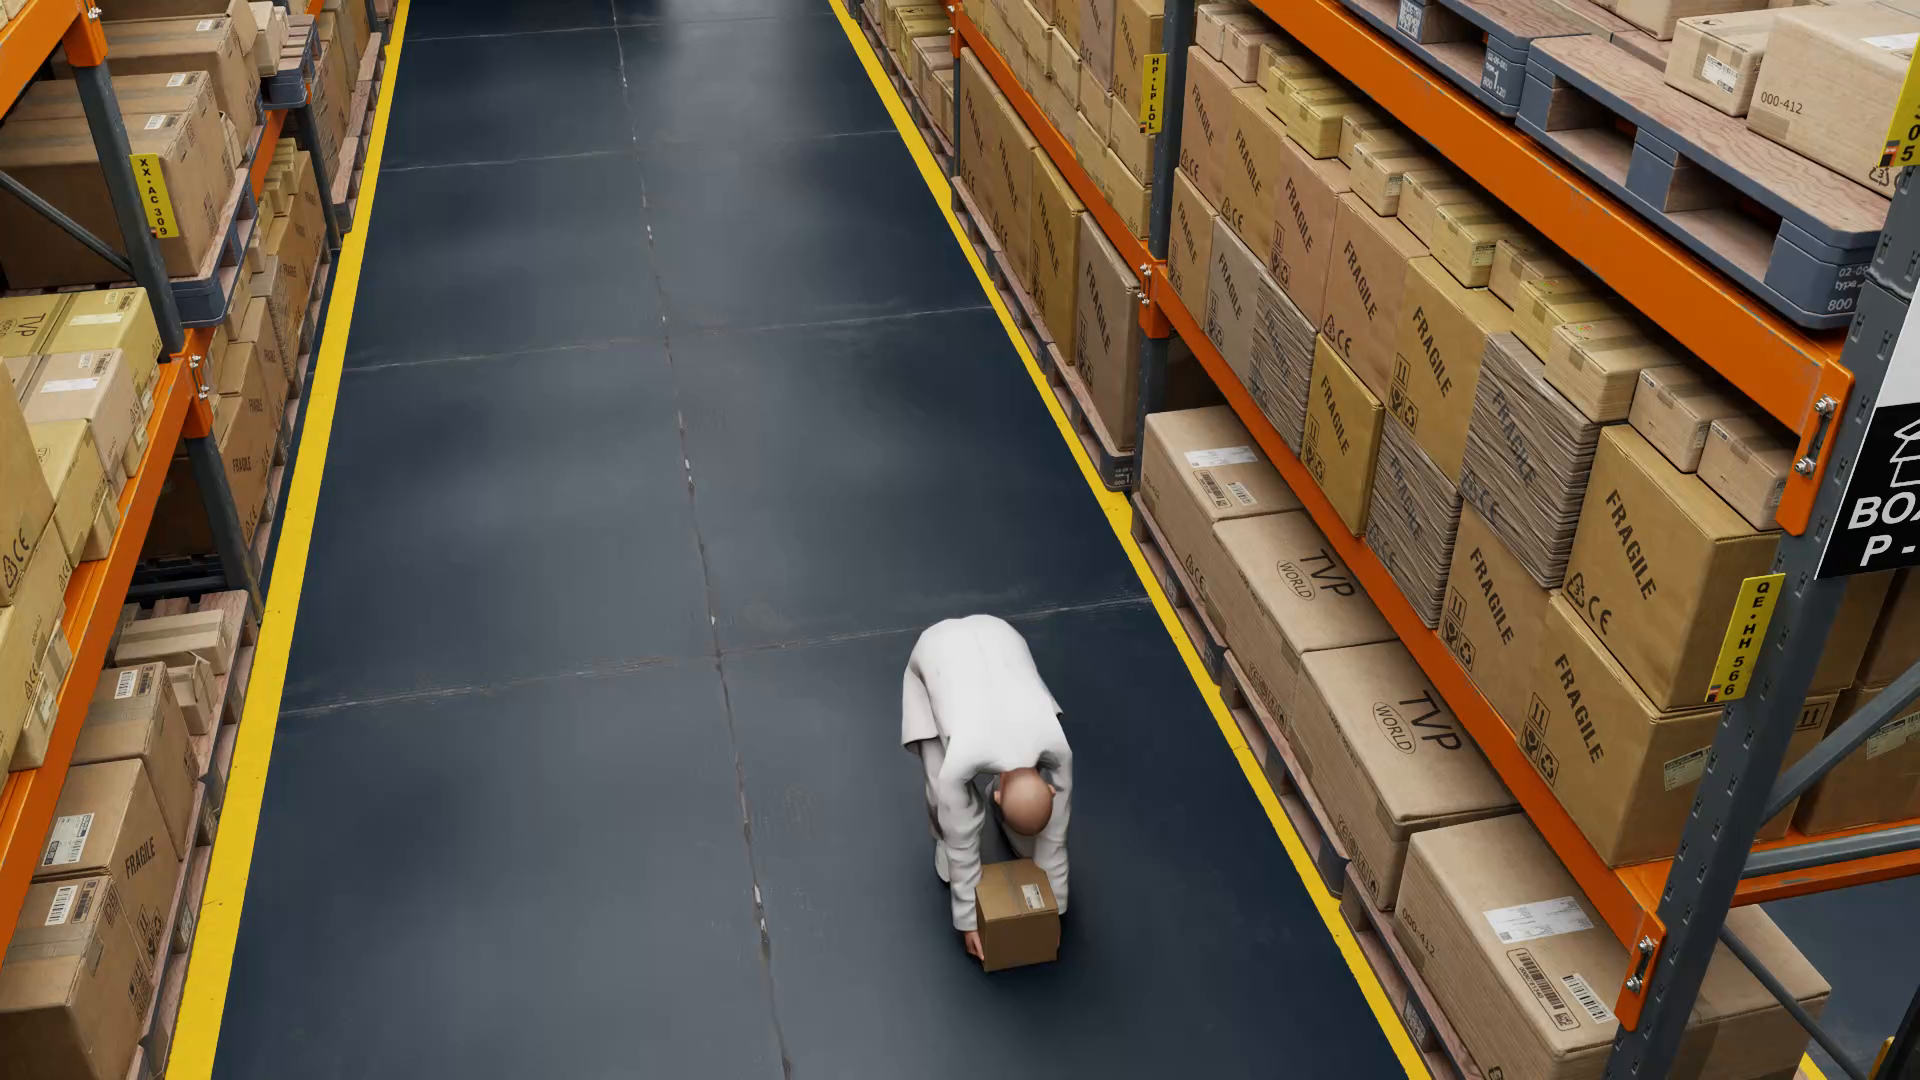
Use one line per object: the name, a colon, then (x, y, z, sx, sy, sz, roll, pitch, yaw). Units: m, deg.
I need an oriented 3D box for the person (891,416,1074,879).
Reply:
person: (0.083, 0.347, 5.641, 0.638, 1.772, 0.428, -9, 35, -12)
